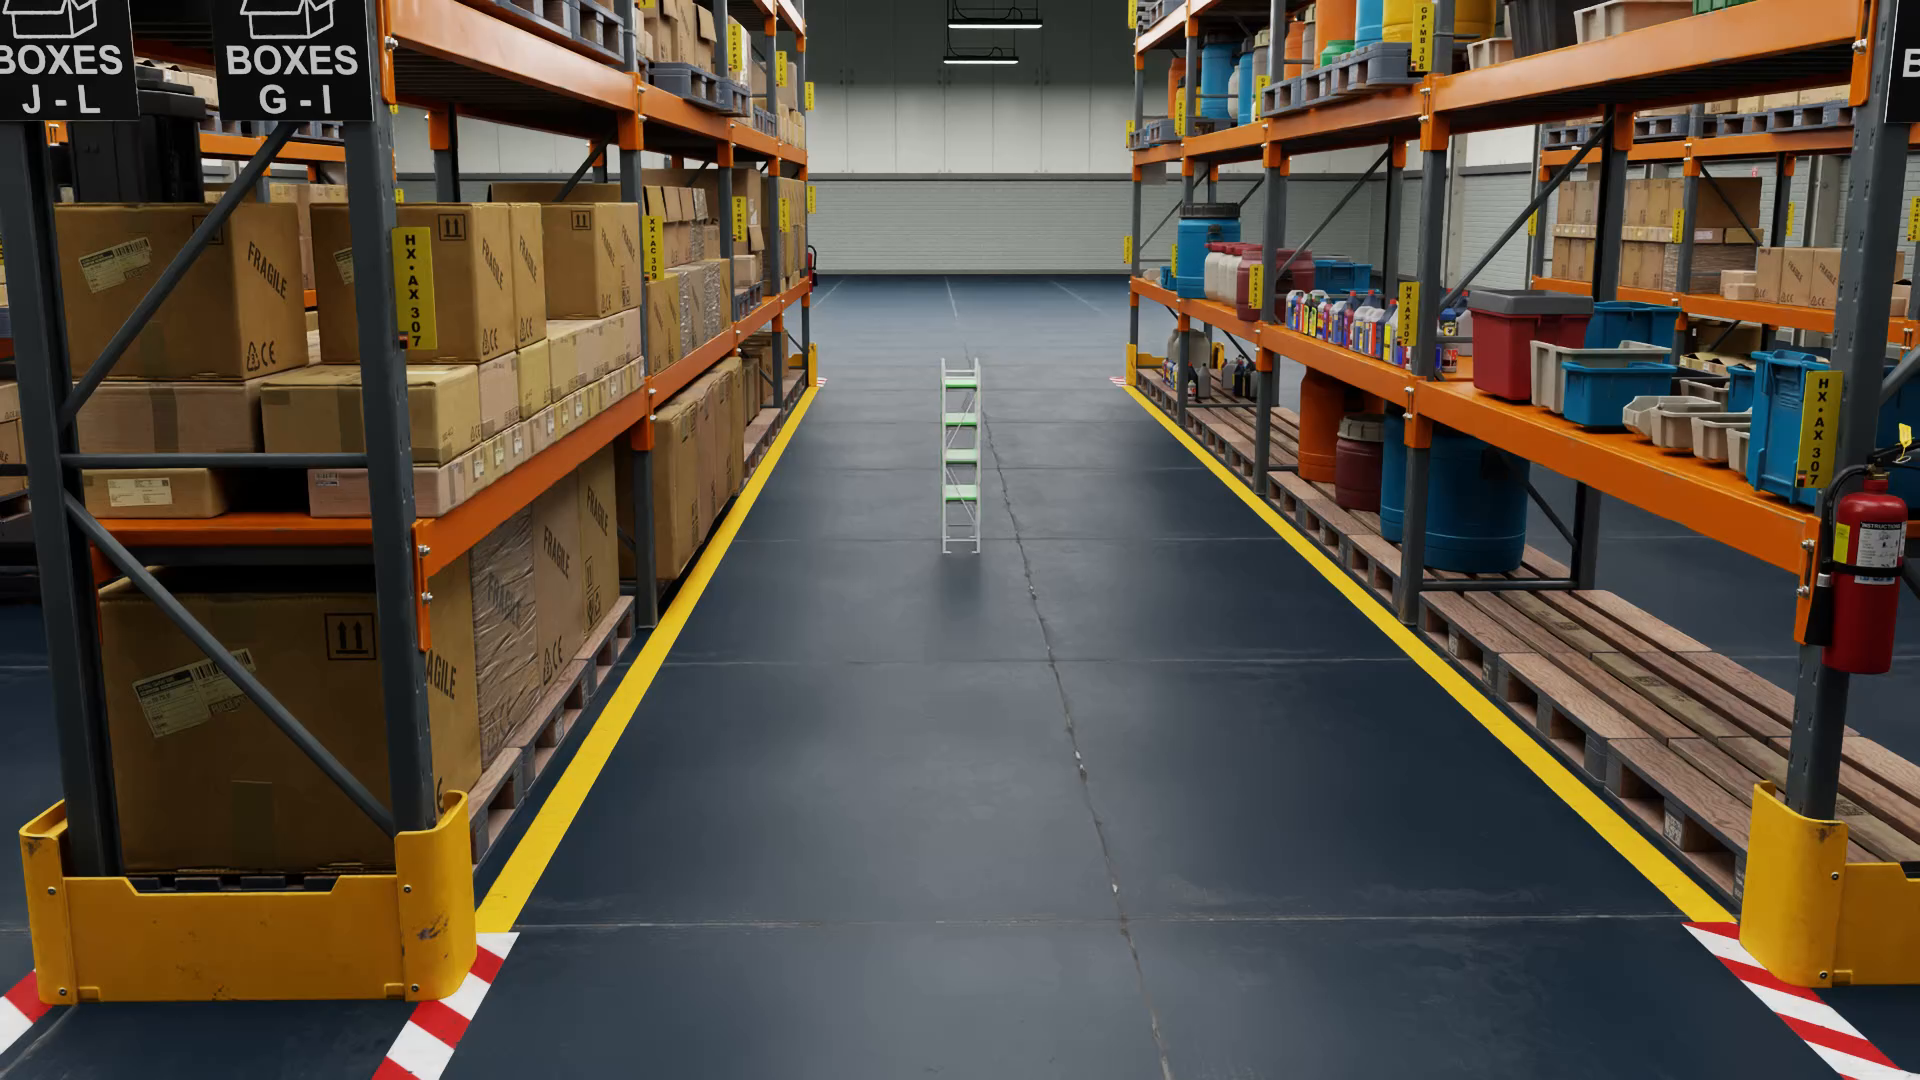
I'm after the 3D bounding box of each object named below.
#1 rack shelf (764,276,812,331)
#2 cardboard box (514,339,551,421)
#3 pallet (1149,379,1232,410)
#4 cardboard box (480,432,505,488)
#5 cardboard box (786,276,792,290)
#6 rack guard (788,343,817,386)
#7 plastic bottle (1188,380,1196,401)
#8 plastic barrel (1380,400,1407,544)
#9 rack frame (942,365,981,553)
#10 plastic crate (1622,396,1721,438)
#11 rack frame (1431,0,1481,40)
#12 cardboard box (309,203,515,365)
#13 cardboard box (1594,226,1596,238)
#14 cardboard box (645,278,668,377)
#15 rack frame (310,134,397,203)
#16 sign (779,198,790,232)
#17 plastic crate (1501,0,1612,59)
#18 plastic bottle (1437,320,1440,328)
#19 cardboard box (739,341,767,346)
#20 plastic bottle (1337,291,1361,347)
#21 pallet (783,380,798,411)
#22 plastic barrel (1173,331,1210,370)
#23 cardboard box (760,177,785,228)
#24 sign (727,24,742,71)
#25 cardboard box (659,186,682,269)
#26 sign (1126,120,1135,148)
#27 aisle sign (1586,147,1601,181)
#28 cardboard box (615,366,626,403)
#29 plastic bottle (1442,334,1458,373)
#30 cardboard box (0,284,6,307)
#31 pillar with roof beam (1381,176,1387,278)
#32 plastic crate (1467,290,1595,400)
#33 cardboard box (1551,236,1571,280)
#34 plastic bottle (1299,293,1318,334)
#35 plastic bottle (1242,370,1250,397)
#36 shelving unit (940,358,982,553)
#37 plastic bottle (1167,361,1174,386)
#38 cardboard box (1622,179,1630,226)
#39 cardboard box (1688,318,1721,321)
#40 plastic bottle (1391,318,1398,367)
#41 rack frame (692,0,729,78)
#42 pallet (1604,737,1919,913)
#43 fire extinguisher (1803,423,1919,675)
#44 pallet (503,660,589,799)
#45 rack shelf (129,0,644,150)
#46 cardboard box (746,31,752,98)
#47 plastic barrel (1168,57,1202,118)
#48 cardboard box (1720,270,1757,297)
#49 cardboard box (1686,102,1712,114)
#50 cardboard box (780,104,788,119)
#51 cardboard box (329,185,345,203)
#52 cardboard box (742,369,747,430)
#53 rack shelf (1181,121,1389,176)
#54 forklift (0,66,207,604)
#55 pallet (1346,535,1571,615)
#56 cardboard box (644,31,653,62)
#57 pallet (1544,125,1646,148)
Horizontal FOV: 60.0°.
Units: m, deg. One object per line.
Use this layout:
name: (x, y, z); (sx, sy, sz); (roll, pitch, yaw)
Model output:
rack shelf: (-2.309, -2.641, 18.343); (1.077, 0.370, 4.000); (0, 11, -1)
cardboard box: (-1.784, -0.583, 6.016); (0.500, 0.250, 0.500); (-1, 11, -3)
pallet: (2.684, -1.627, 18.546); (1.003, 0.211, 1.213); (0, 11, -1)
cardboard box: (-1.710, -0.261, 5.435); (0.380, 0.149, 0.250); (-1, 11, -3)
cardboard box: (-1.975, -2.716, 17.533); (0.380, 0.149, 0.250); (0, 11, -1)
rack guard: (-2.349, -2.151, 20.405); (1.175, 0.500, 0.348); (0, 11, -1)
plastic bottle: (2.365, -1.532, 16.995); (0.097, 0.201, 0.097); (0, 11, 0)
plastic barrel: (2.841, -0.453, 9.967); (0.600, 0.901, 0.708); (0, 11, -1)
rack frame: (0.008, -0.507, 10.539); (0.240, 1.200, 0.015); (0, 11, -1)
plastic crate: (2.688, -0.464, 6.316); (0.298, 0.136, 0.250); (0, 11, -1)
rack frame: (2.849, -3.966, 7.977); (1.000, 3.000, 0.127); (0, 11, -1)
cardboard box: (-1.770, -0.846, 5.430); (0.500, 0.500, 0.500); (-1, 11, -3)
cardboard box: (7.375, -3.463, 18.703); (0.380, 0.149, 0.250); (0, 11, -2)
cardboard box: (-1.862, -1.147, 8.919); (0.500, 0.500, 0.500); (0, 11, -1)
rack frame: (-7.311, -3.391, 20.229); (1.000, 3.000, 0.127); (0, 11, -1)
sign: (-1.713, -3.167, 16.211); (0.100, 0.325, 0.005); (0, 11, -1)
plastic crate: (2.601, -2.184, 7.065); (0.497, 0.269, 0.590); (0, 11, -1)
plastic bottle: (2.647, -1.184, 9.475); (0.144, 0.351, 0.185); (0, 11, -1)
cardboard box: (-2.347, -1.893, 18.079); (0.500, 0.500, 0.500); (-1, 12, -6)
plastic bottle: (2.481, -1.402, 10.551); (0.144, 0.351, 0.185); (0, 11, -1)
pallet: (-2.345, -1.606, 18.444); (1.003, 0.211, 1.213); (0, 11, -1)
plastic barrel: (2.702, -2.168, 19.402); (0.421, 0.512, 0.421); (0, 11, 0)
cardboard box: (-2.023, -3.371, 16.619); (0.500, 0.500, 0.500); (0, 11, -1)
sign: (-1.630, -3.564, 12.038); (0.100, 0.325, 0.005); (0, 11, -1)
cardboard box: (-2.155, -1.933, 10.270); (0.797, 0.503, 0.637); (0, 11, 1)
sign: (2.051, -4.885, 20.025); (0.100, 0.325, 0.005); (0, 11, -1)
aisle sign: (7.846, -4.720, 20.240); (0.394, 0.787, 0.004); (0, 11, -1)
cardboard box: (-1.758, -0.721, 7.702); (0.380, 0.149, 0.250); (0, 11, -2)
plastic bottle: (2.642, -1.010, 8.993); (0.097, 0.201, 0.097); (0, 11, 0)
cardboard box: (-6.666, -1.637, 11.160); (0.380, 0.149, 0.250); (0, 11, -2)
pillar with roof beam: (8.462, -12.203, 48.574); (9.100, 9.000, 0.548); (0, 11, -1)
plastic crate: (2.617, -0.908, 7.681); (0.402, 0.464, 0.583); (0, 11, -1)
cardboard box: (7.551, -3.387, 19.960); (0.700, 0.500, 0.500); (0, 11, -1)
plastic bottle: (2.462, -1.581, 11.621); (0.152, 0.276, 0.135); (0, 11, -1)
plastic bottle: (2.975, -1.630, 17.273); (0.061, 0.283, 0.133); (0, 11, -1)
shelving unit: (0.003, -0.555, 10.778); (0.258, 1.200, 0.503); (0, 11, -1)
plastic bottle: (2.336, -1.840, 18.342); (0.097, 0.271, 0.097); (0, 11, 0)
cardboard box: (7.590, -3.708, 18.279); (0.700, 0.500, 0.500); (0, 11, -1)
cardboard box: (7.919, -2.154, 18.106); (0.500, 0.500, 0.500); (0, 11, -1)
plastic bottle: (2.511, -1.115, 9.323); (0.152, 0.276, 0.135); (0, 11, -1)
rack frame: (-2.185, -4.741, 11.796); (1.000, 3.000, 0.127); (0, 11, -1)
pallet: (2.954, 0.971, 5.740); (1.003, 0.211, 1.213); (0, 11, -1)
fire extinguisher: (2.481, 0.021, 4.542); (0.296, 0.674, 0.183); (0, 11, -1)
pallet: (-2.137, 0.755, 6.805); (1.003, 0.211, 1.213); (0, 11, -1)
rack shelf: (-2.061, -1.726, 6.287); (1.077, 0.370, 4.000); (0, 11, -1)
cardboard box: (-1.962, -3.860, 13.490); (0.500, 0.500, 0.500); (-1, 11, -3)
plastic barrel: (2.739, -5.202, 19.475); (0.600, 0.830, 0.708); (0, 11, -1)
cardboard box: (7.690, -2.465, 16.042); (0.500, 0.250, 0.500); (0, 11, 2)
cardboard box: (7.879, -4.545, 17.191); (0.500, 0.311, 0.500); (-1, 12, -4)
cardboard box: (-1.991, -4.463, 17.341); (0.380, 0.149, 0.250); (0, 11, -2)
cardboard box: (-7.222, -3.594, 18.138); (0.875, 0.550, 0.500); (0, 11, -1)
cardboard box: (-2.274, -1.258, 14.898); (0.700, 0.500, 0.500); (-1, 12, -6)
rack shelf: (2.725, -3.336, 14.225); (1.077, 0.370, 4.000); (0, 11, -1)
forklift: (-5.144, -1.186, 9.534); (3.031, 2.935, 1.130); (0, 11, -1)
pallet: (2.875, 0.187, 9.607); (1.003, 0.211, 1.213); (0, 11, -1)
cardboard box: (-1.983, -2.855, 9.620); (0.380, 0.149, 0.250); (-1, 11, -3)
pallet: (7.543, -4.717, 19.445); (1.003, 0.211, 1.213); (0, 11, -1)
